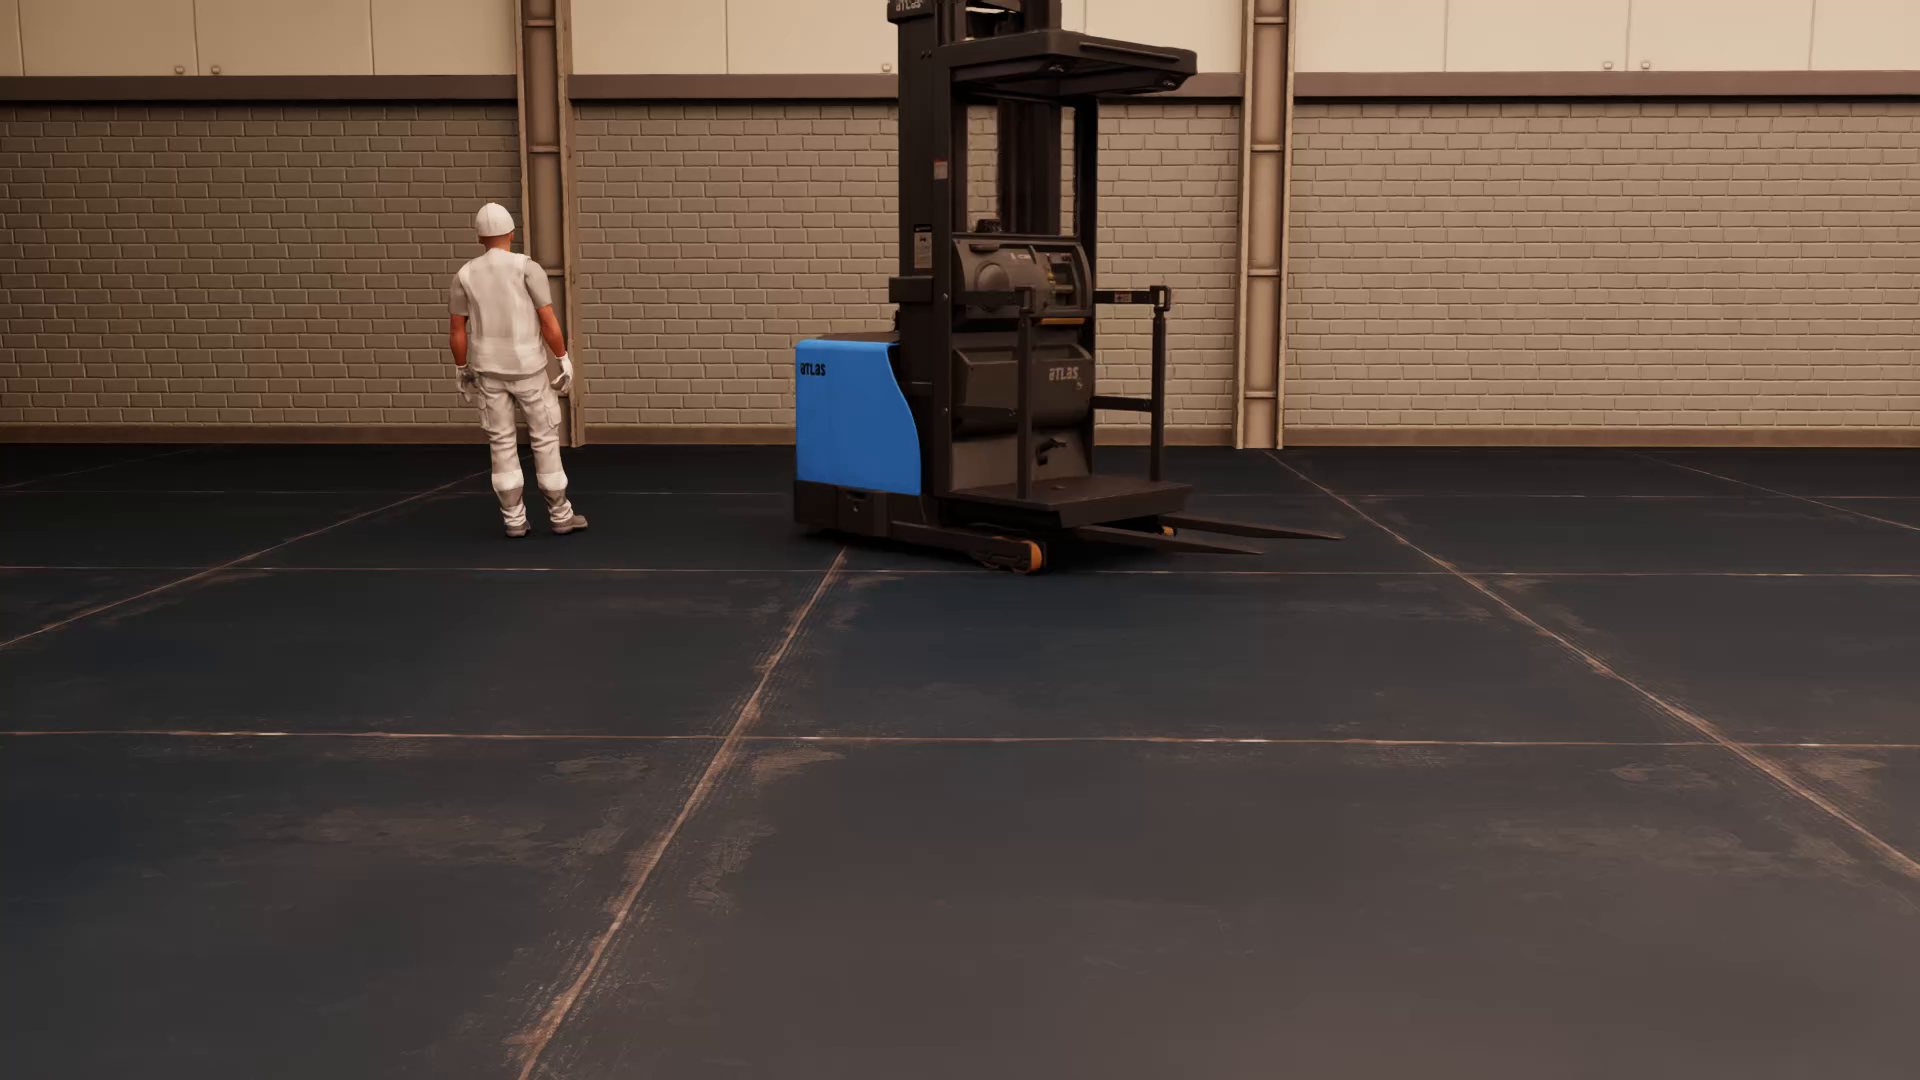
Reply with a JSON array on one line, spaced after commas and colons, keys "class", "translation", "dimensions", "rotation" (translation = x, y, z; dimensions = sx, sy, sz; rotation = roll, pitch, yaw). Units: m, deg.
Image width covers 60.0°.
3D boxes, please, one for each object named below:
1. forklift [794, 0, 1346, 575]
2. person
[{"class": "forklift", "translation": [0.475, -1.370, 8.263], "dimensions": [1.130, 2.935, 3.031], "rotation": [-8, 12, -44]}, {"class": "person", "translation": [-2.414, -0.920, 9.054], "dimensions": [0.637, 1.786, 0.566], "rotation": [0, 9, 2]}]
